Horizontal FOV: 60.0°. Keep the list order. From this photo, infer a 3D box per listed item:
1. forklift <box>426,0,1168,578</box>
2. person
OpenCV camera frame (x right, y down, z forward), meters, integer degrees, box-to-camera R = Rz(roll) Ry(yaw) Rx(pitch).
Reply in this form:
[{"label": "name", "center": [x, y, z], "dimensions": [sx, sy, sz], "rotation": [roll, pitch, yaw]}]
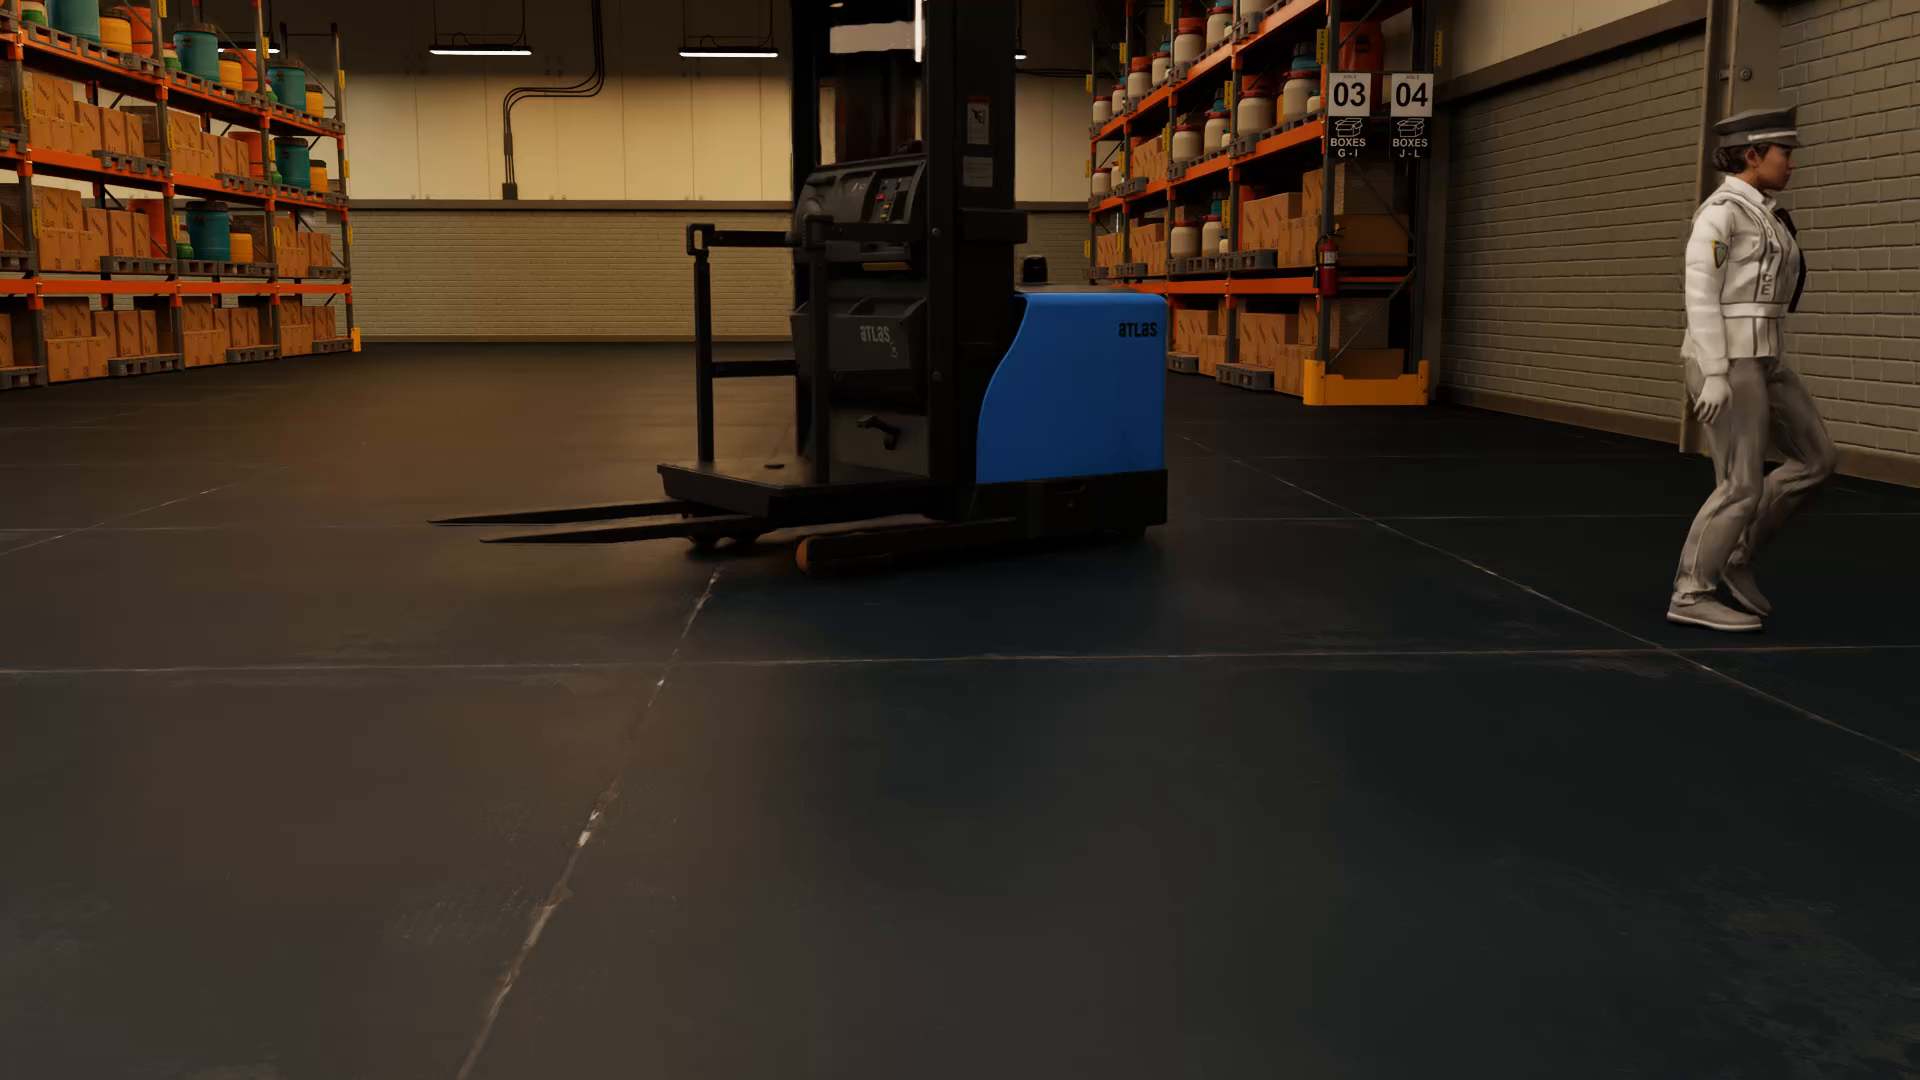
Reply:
[{"label": "forklift", "center": [-0.589, -1.391, 6.701], "dimensions": [3.031, 2.935, 1.130], "rotation": [-6, 10, -34]}, {"label": "person", "center": [2.544, -0.535, 5.300], "dimensions": [0.440, 1.653, 0.610], "rotation": [6, 10, 36]}]
